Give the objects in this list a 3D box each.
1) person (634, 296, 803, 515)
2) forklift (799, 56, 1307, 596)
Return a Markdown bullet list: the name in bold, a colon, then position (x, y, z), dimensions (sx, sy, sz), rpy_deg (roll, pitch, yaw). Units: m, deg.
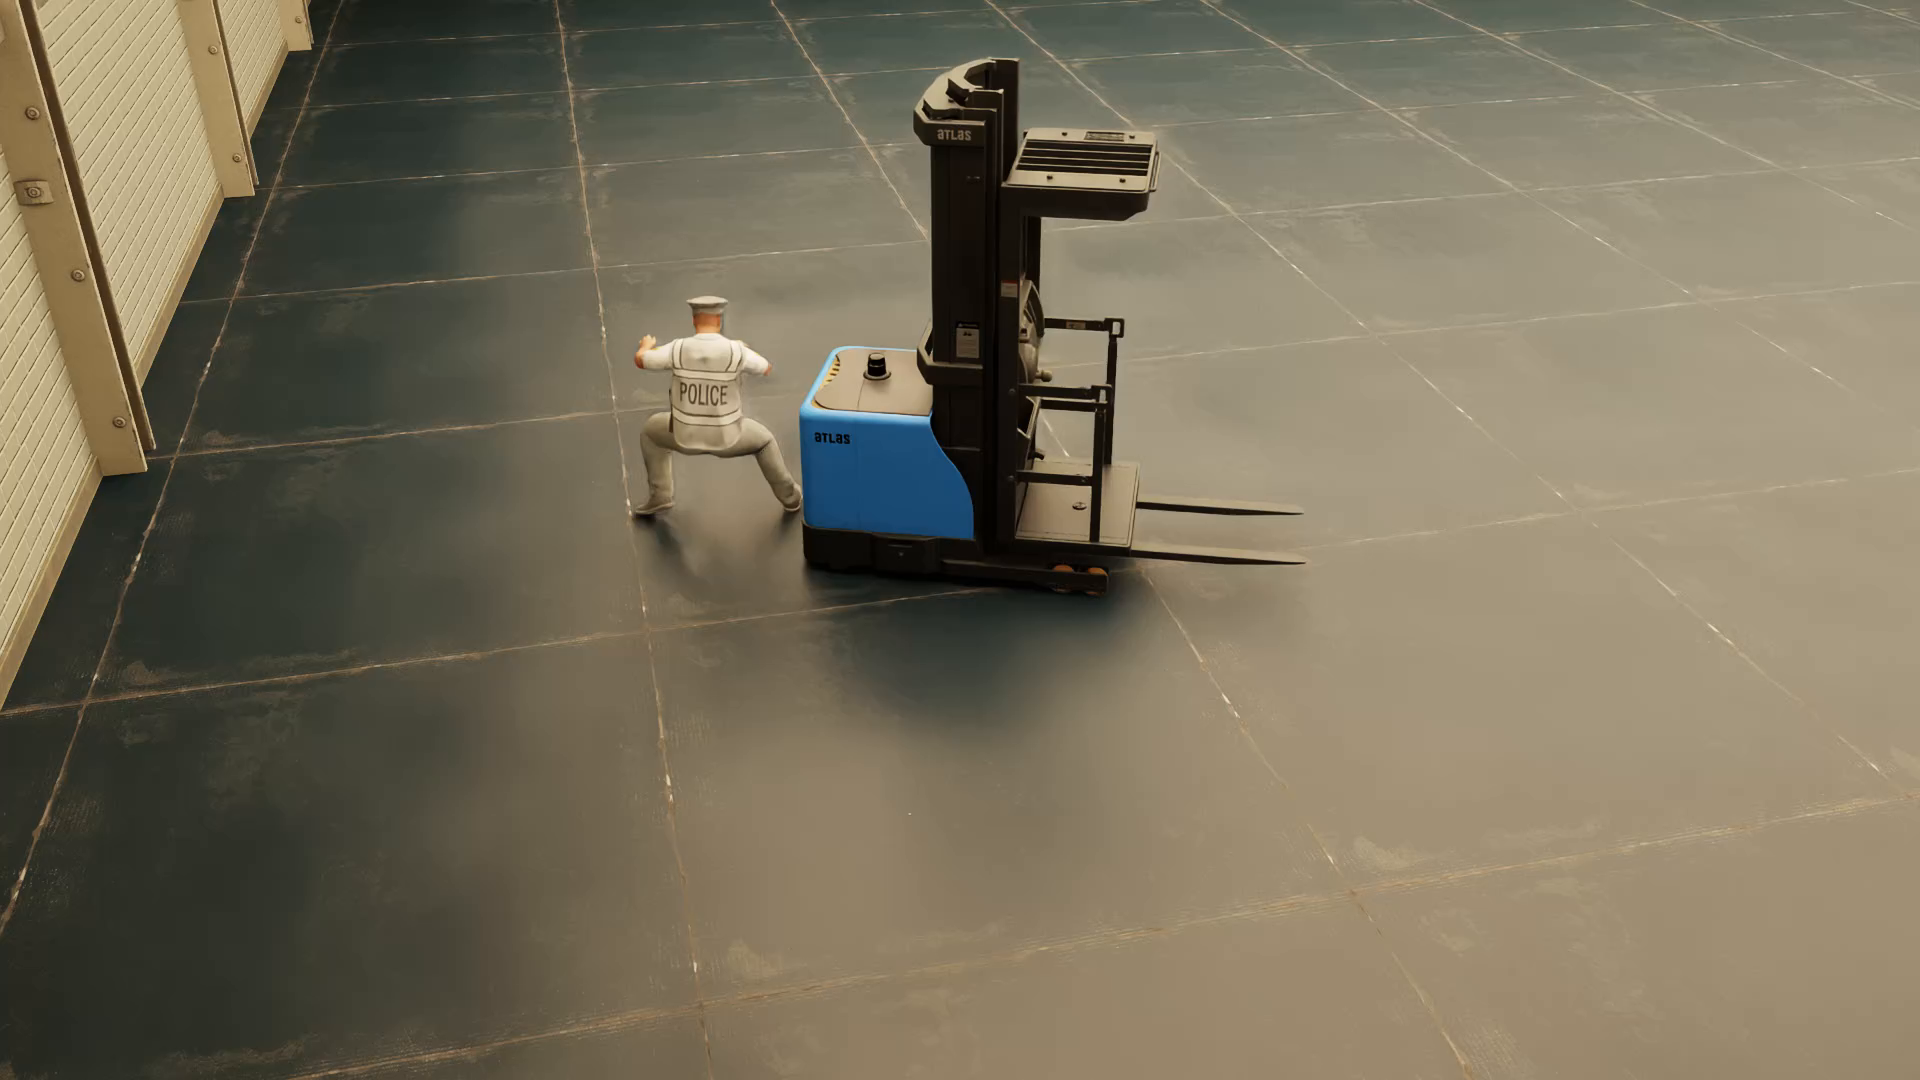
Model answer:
- **person**: position (-1.570, -0.841, 10.442), dimensions (1.067, 1.514, 0.760), rpy_deg (0, 30, -1)
- **forklift**: position (0.603, -1.222, 9.686), dimensions (3.031, 2.935, 1.130), rpy_deg (4, 30, 8)
